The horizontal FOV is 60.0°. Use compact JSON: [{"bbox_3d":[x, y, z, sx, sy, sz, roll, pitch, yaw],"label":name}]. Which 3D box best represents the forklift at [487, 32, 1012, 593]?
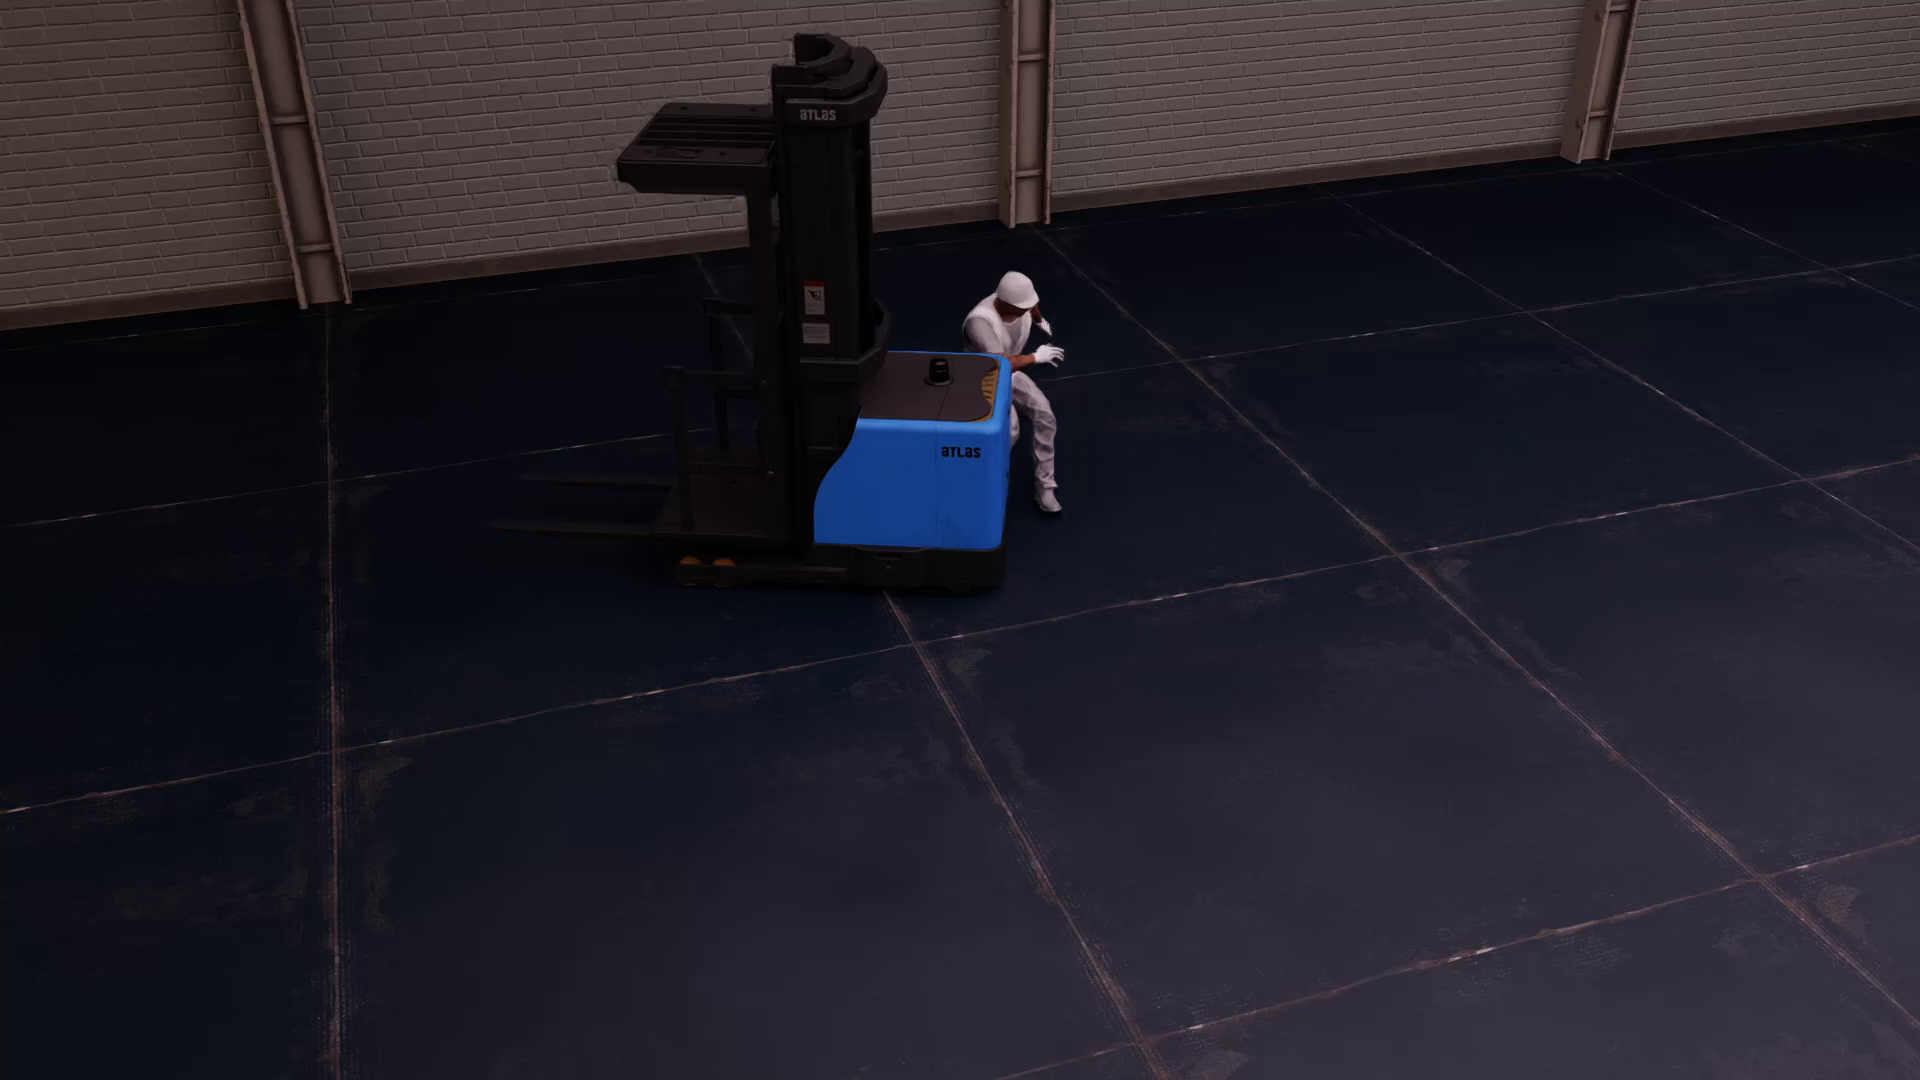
[{"bbox_3d":[-1.230,-1.256,9.271,3.031,2.935,1.130,2,30,4],"label":"forklift"}]

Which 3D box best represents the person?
[{"bbox_3d":[0.473,-0.999,10.352,1.101,1.500,0.958,-25,38,-37],"label":"person"}]
